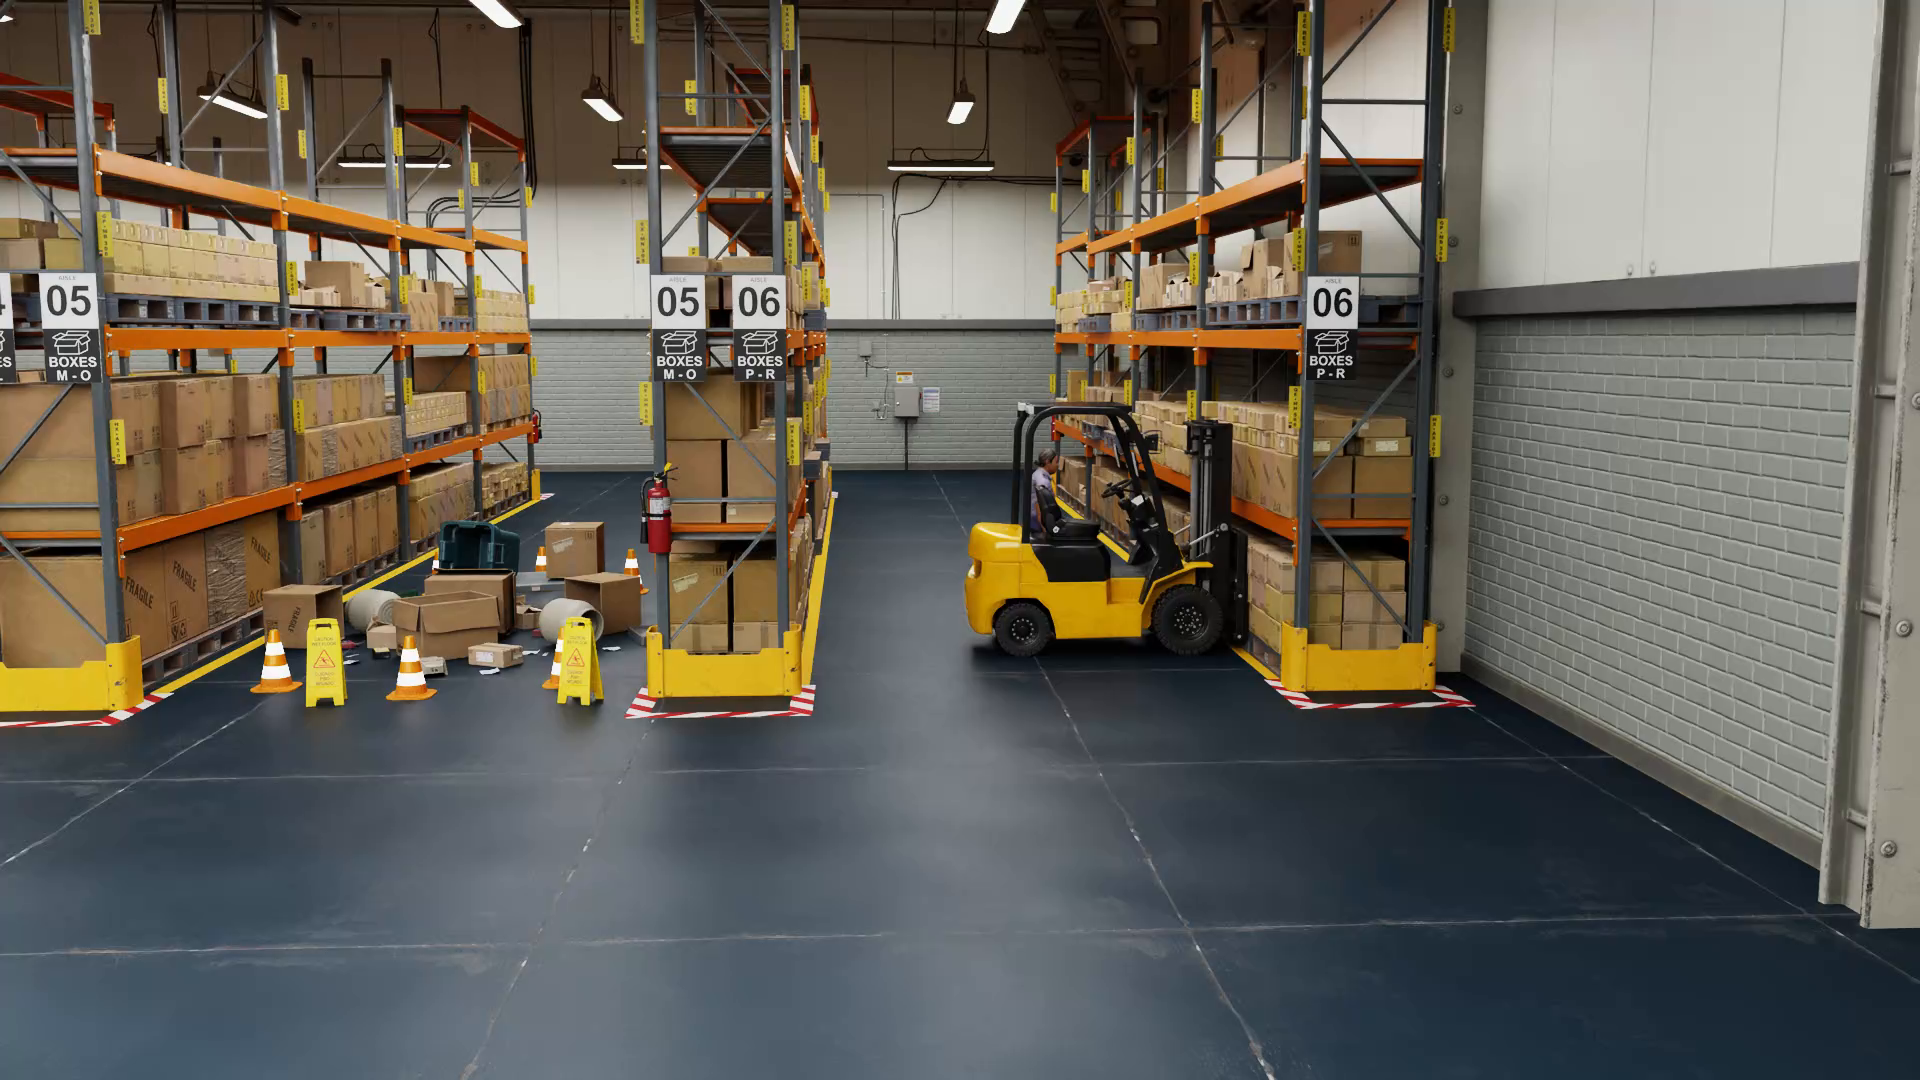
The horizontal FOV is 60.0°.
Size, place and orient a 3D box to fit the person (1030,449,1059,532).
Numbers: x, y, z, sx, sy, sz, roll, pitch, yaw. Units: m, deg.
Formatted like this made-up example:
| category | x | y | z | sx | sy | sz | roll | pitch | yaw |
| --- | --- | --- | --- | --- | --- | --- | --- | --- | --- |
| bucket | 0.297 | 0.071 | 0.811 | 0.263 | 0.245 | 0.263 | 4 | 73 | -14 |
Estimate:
| category | x | y | z | sx | sy | sz | roll | pitch | yaw |
| --- | --- | --- | --- | --- | --- | --- | --- | --- | --- |
| person | 0.800 | -0.072 | 16.372 | 0.371 | 1.652 | 0.538 | 0 | 7 | -3 |
